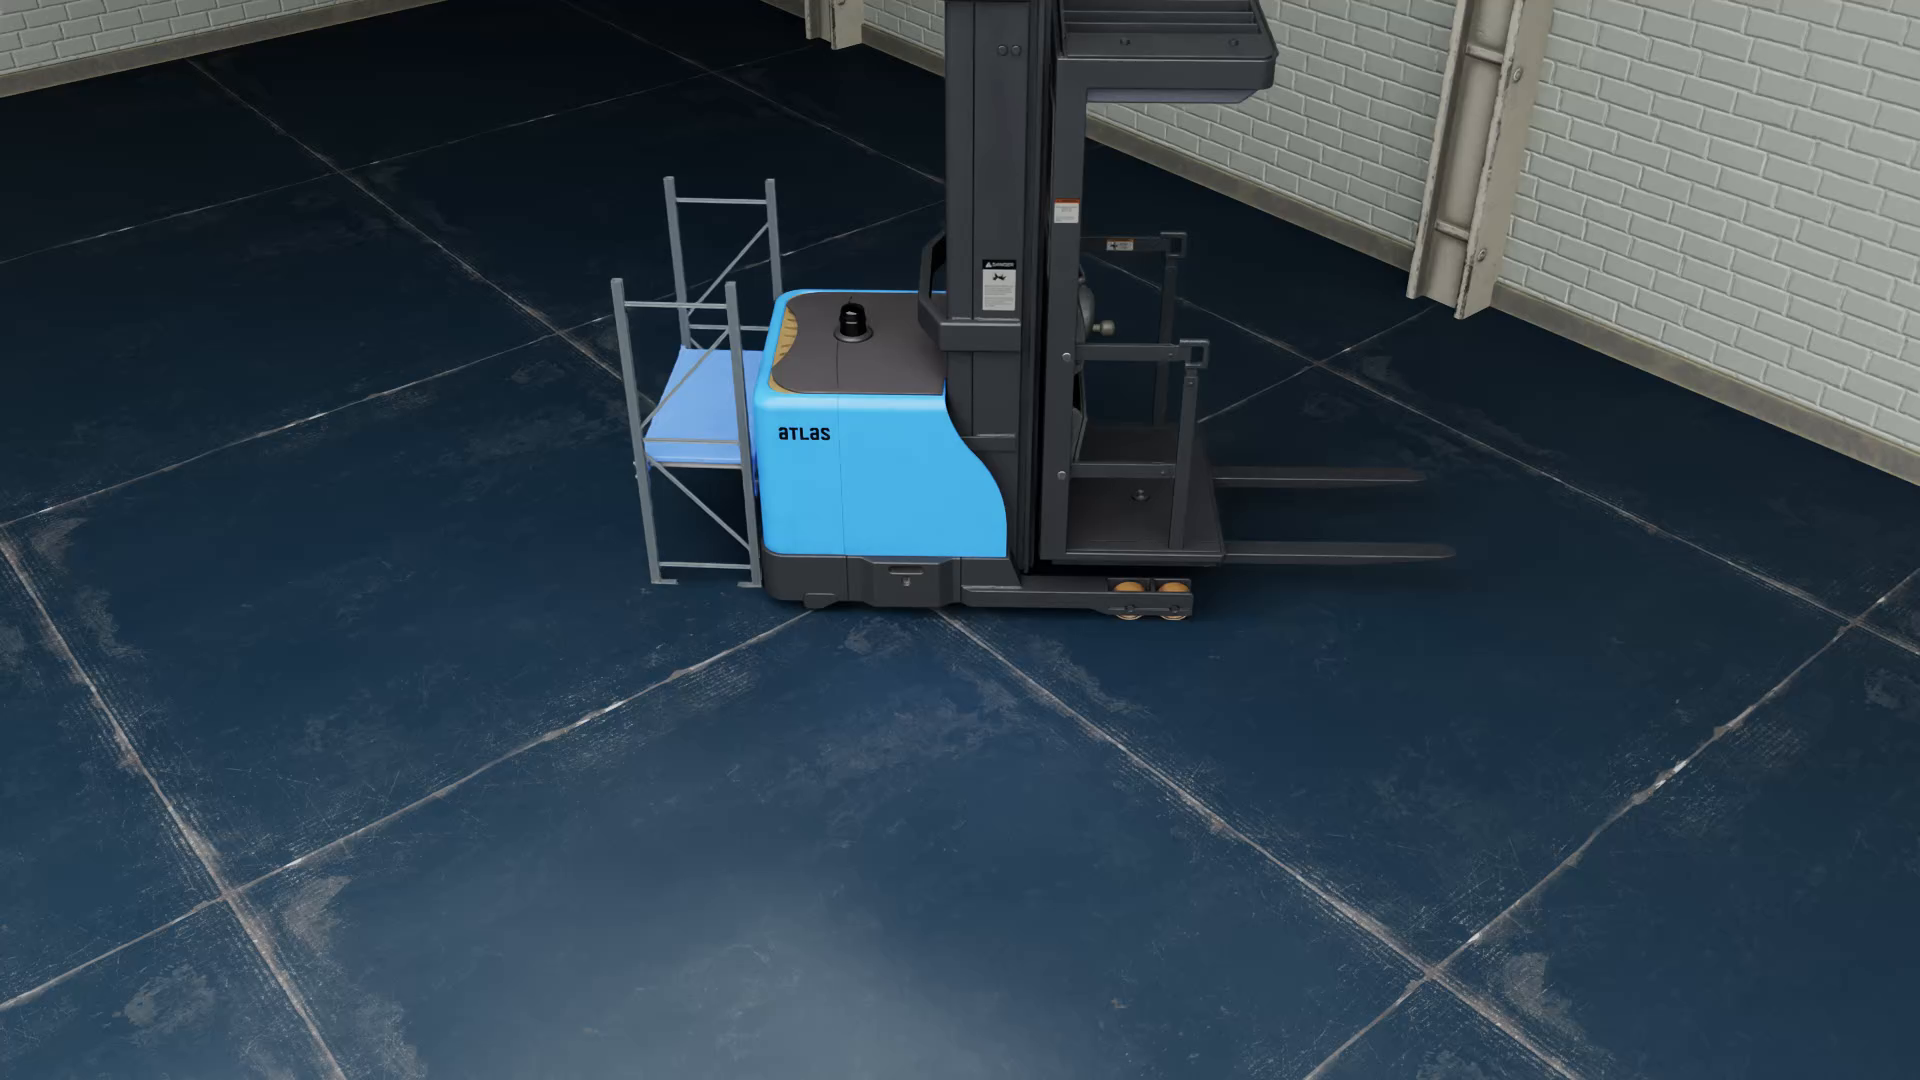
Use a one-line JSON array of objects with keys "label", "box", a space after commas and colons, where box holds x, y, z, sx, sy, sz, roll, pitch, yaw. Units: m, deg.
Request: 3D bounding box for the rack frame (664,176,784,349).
[{"label": "rack frame", "box": [-1.073, -1.001, 7.865, 0.500, 1.500, 0.032, 2, 35, 3]}]

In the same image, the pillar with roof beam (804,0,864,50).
[{"label": "pillar with roof beam", "box": [-4.298, -6.122, 8.607, 9.100, 9.000, 0.400, -26, 43, -32]}]

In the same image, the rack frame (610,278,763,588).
[{"label": "rack frame", "box": [-1.137, -0.415, 7.037, 0.500, 1.500, 0.032, 2, 35, 3]}]

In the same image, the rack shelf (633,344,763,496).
[{"label": "rack shelf", "box": [-1.105, -0.561, 7.555, 0.538, 0.185, 1.000, 2, 35, 3]}]

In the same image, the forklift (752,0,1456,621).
[{"label": "forklift", "box": [0.663, -1.158, 6.849, 3.031, 2.935, 1.130, 1, 35, 1]}]

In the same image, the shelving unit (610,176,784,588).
[{"label": "shelving unit", "box": [-1.105, -0.708, 7.451, 0.538, 1.500, 1.048, 2, 35, 3]}]

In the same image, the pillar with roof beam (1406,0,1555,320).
[{"label": "pillar with roof beam", "box": [-0.426, -3.472, 4.867, 9.100, 9.000, 0.400, -26, 43, -32]}]
